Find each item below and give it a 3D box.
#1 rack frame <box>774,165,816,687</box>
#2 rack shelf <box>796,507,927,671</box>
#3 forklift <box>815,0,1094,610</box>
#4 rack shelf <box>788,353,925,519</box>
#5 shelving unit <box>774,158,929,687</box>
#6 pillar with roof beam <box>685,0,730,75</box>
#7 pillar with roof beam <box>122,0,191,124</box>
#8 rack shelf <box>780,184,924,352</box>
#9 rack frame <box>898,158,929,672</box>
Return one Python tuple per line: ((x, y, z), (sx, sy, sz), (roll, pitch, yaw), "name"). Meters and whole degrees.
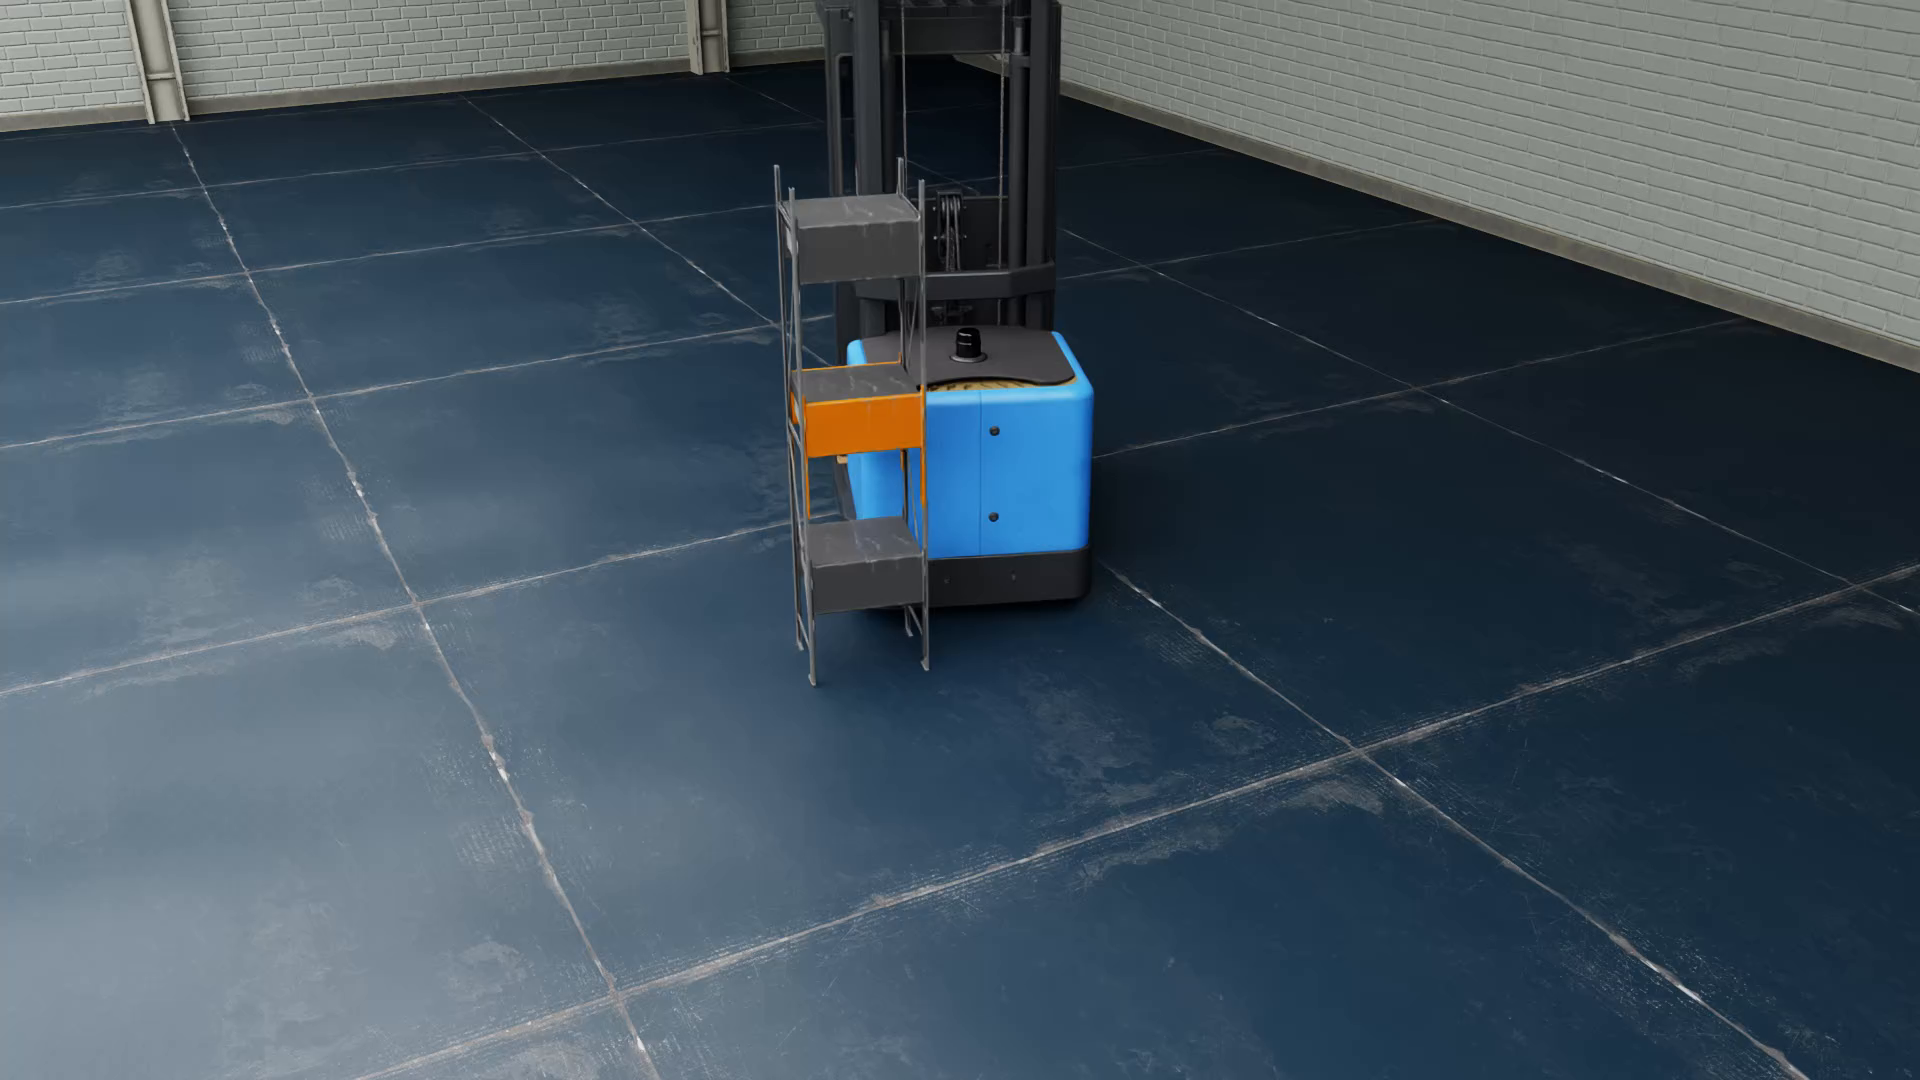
((-0.660, -0.416, 6.689), (0.015, 2.100, 0.400), (-6, 26, -13), "rack frame")
((-0.424, 0.202, 7.053), (0.480, 0.518, 0.431), (-6, 26, -13), "rack shelf")
((-0.113, -1.615, 8.228), (1.130, 2.935, 3.031), (-3, 26, -7), "forklift")
((-0.424, -0.429, 6.750), (0.480, 0.518, 0.431), (-6, 26, -13), "rack shelf")
((-0.424, -0.442, 6.744), (0.503, 2.100, 0.431), (-6, 26, -13), "shelving unit")
((-0.977, -8.045, 14.610), (0.400, 9.000, 9.100), (-13, 29, -25), "pillar with roof beam")
((-6.272, -6.823, 12.065), (0.400, 9.000, 9.100), (-13, 29, -25), "pillar with roof beam")
((-0.424, -1.060, 6.447), (0.480, 0.518, 0.431), (-6, 26, -13), "rack shelf")
((-0.187, -0.468, 6.798), (0.015, 2.100, 0.400), (-6, 26, -13), "rack frame")
